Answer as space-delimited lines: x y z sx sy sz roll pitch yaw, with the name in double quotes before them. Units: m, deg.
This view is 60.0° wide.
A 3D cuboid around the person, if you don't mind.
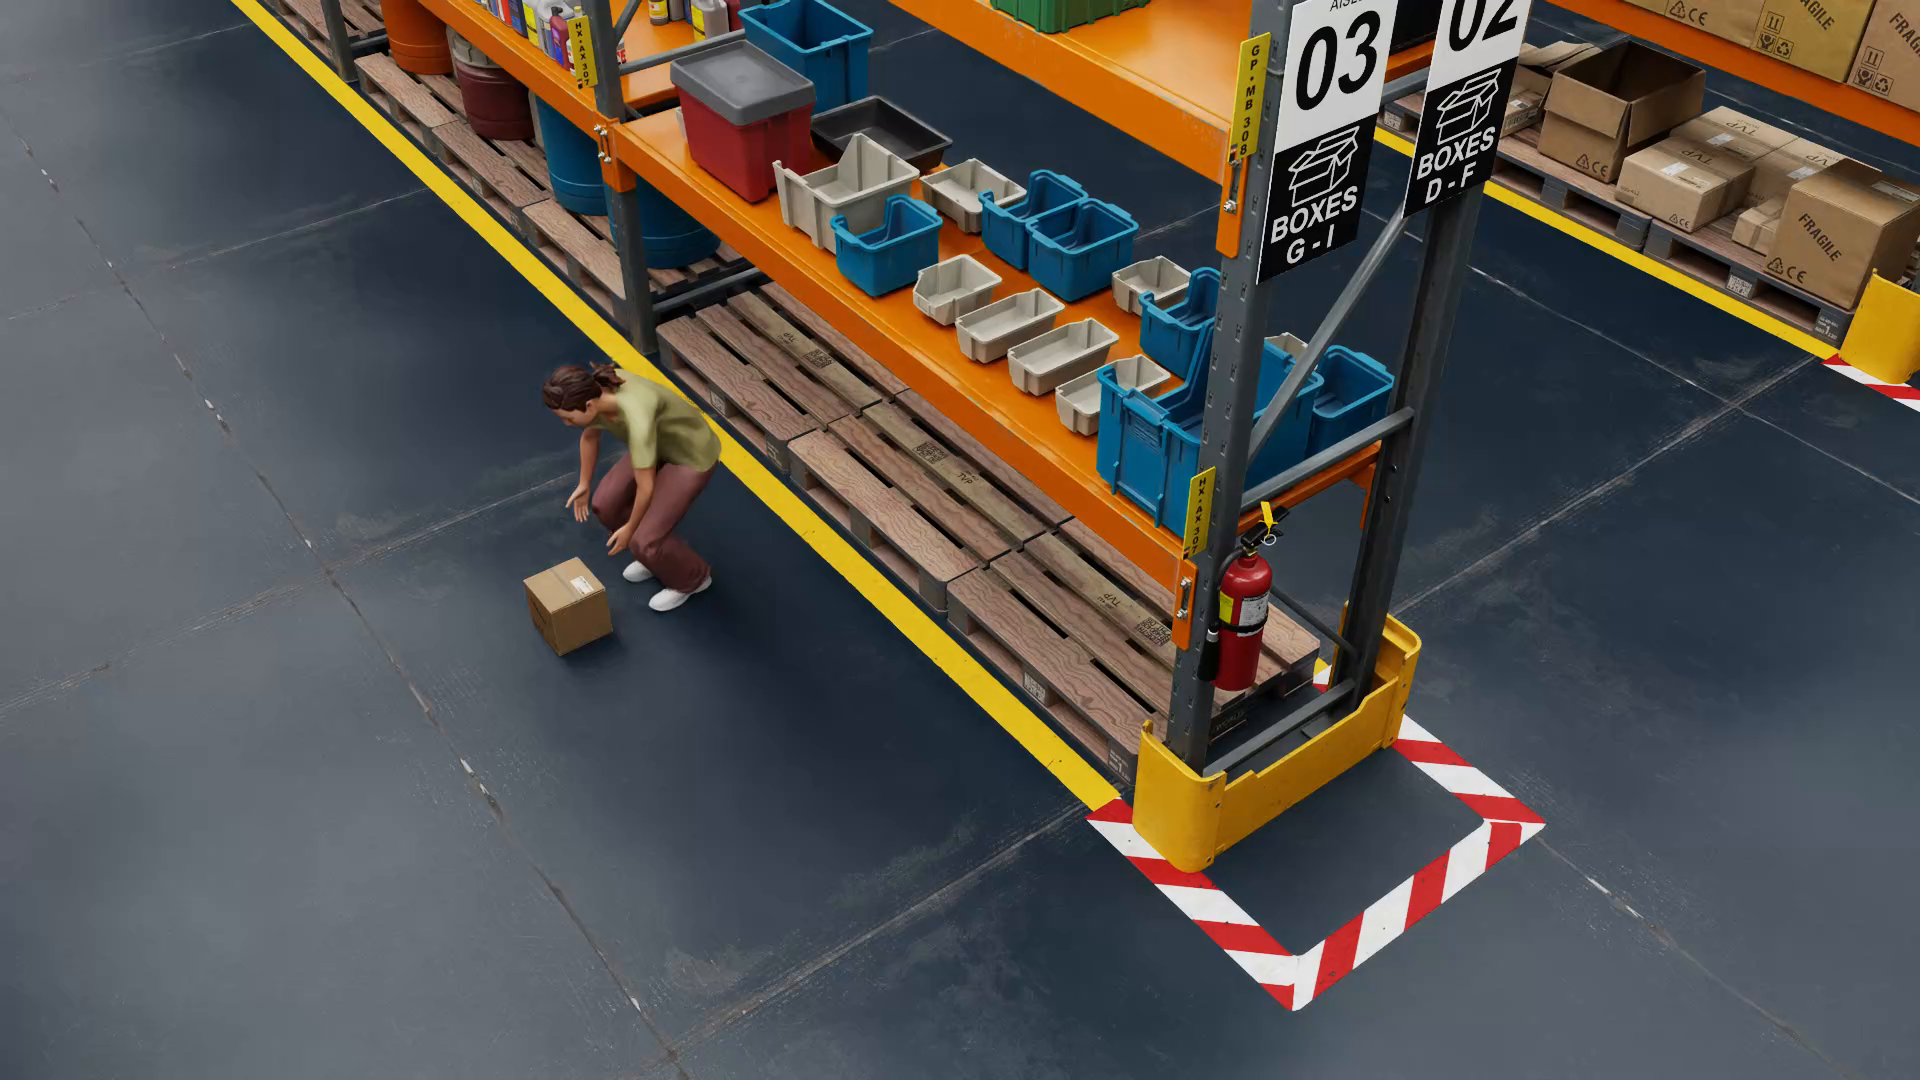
"person" -1.291 -0.255 6.770 0.696 1.275 0.511 -26 47 -28
